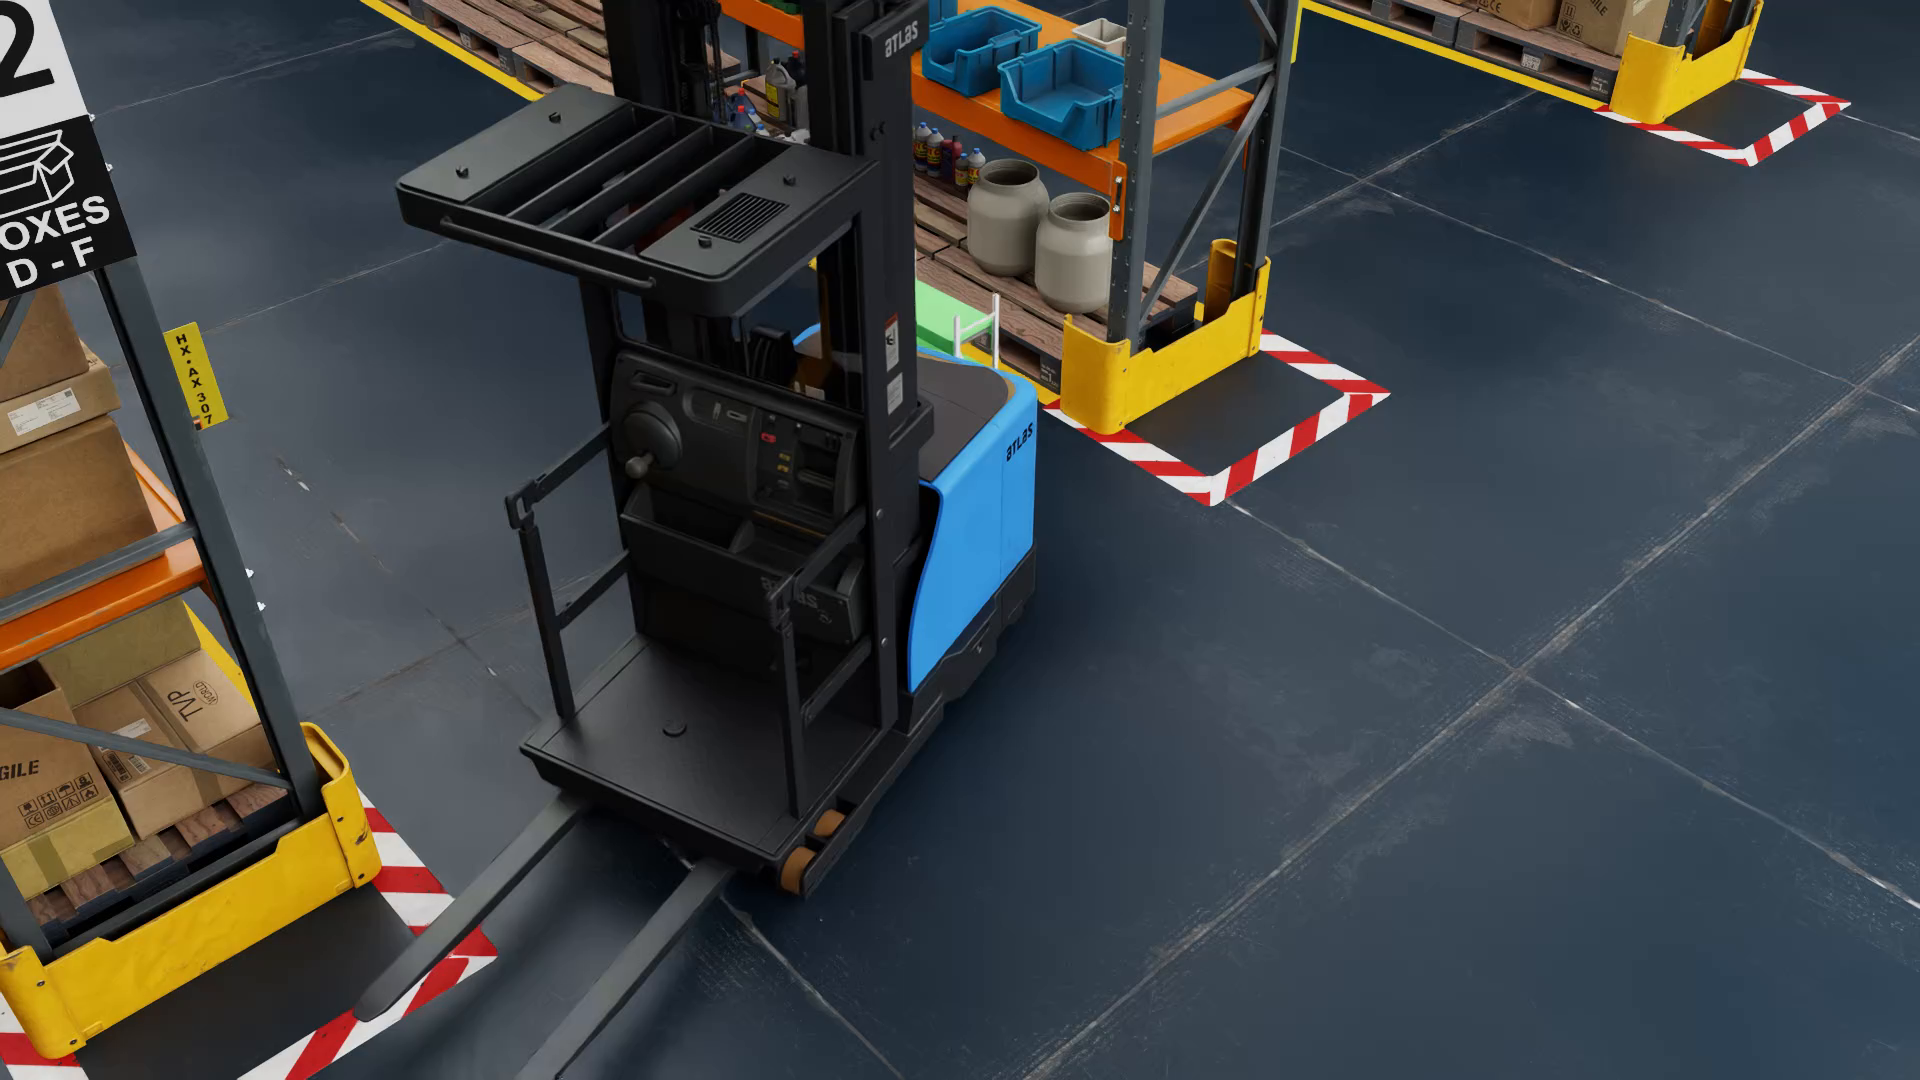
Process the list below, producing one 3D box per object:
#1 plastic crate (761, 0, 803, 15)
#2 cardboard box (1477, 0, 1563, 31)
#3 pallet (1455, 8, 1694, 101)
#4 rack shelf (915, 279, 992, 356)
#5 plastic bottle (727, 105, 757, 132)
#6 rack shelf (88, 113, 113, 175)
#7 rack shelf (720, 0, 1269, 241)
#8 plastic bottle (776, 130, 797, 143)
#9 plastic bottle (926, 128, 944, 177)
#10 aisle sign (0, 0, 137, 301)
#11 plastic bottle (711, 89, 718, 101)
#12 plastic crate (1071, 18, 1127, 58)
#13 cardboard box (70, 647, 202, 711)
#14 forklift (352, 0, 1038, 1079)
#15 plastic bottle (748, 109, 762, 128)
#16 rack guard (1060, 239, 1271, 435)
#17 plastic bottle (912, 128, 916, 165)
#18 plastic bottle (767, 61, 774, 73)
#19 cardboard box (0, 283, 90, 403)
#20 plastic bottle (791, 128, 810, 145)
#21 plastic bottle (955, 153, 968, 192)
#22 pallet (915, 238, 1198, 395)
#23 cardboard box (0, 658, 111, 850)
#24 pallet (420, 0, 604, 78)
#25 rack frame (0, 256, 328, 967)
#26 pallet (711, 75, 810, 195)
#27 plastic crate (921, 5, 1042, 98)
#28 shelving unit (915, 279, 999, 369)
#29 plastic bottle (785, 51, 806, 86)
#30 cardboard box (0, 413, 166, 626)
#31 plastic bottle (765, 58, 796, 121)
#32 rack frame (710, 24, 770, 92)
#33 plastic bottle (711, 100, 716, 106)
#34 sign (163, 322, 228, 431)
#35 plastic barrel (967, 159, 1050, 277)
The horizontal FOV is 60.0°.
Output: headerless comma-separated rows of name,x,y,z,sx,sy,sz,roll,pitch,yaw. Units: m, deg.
plastic crate,-0.907,-2.979,8.720,0.450,0.188,0.662,-30,48,-32
cardboard box,3.897,-3.813,11.239,0.500,0.500,0.500,-18,42,-21
pallet,4.161,-3.405,11.298,1.003,0.211,1.213,-30,48,-32
rack shelf,-0.110,-0.878,6.719,0.480,0.148,0.258,32,49,33
plastic bottle,-1.249,-2.313,9.485,0.185,0.351,0.144,32,49,33
rack shelf,-3.916,-1.668,5.113,1.077,0.370,4.000,-30,48,-32
rack shelf,-0.265,-2.604,8.660,1.077,0.370,4.000,-30,48,-32
plastic bottle,-0.962,-2.117,9.241,0.144,0.351,0.185,-30,48,-32
plastic bottle,-0.140,-2.199,9.406,0.097,0.271,0.097,0,39,0
aisle sign,-2.293,-0.967,3.991,0.394,0.787,0.004,-30,48,-32
plastic bottle,-1.408,-2.498,9.768,0.061,0.283,0.133,-30,48,-32
plastic crate,0.720,-2.407,8.053,0.298,0.136,0.250,-30,48,-32
cardboard box,-3.103,0.478,6.125,0.500,0.250,0.500,-30,48,-32
forklift,-0.842,-0.245,5.220,1.130,2.935,3.031,19,43,22
plastic bottle,-1.190,-2.354,9.599,0.097,0.271,0.097,0,39,0
rack guard,1.002,-1.001,8.092,1.175,0.500,0.348,-30,48,-32
plastic bottle,-0.275,-2.264,9.542,0.097,0.201,0.097,0,39,0
plastic bottle,-1.142,-2.857,10.277,0.097,0.201,0.097,0,39,0
cardboard box,-2.905,-0.645,4.549,0.700,0.500,0.500,-30,48,-32
plastic bottle,-0.870,-2.162,9.357,0.152,0.276,0.135,-30,48,-32
plastic bottle,0.021,-2.061,9.291,0.097,0.201,0.097,0,39,0
pallet,0.456,-1.267,8.651,1.003,0.211,1.213,-30,48,-32
cardboard box,-3.145,0.637,5.331,0.500,0.500,0.500,-30,48,-32
pallet,-3.006,-3.637,11.585,1.003,0.211,1.213,-30,48,-32
rack frame,-2.563,0.144,4.684,1.000,3.000,0.127,-30,48,-32
pallet,-1.194,-2.397,10.049,1.003,0.211,1.213,-30,48,-32
plastic crate,0.094,-2.308,7.839,0.499,0.251,0.408,-30,48,-32
shelving unit,-0.110,-0.554,6.981,0.503,1.200,0.258,32,49,33
plastic bottle,-0.969,-2.775,10.057,0.144,0.351,0.185,-31,48,-33
cardboard box,-2.869,-0.116,4.927,0.700,0.500,0.500,-30,48,-32
plastic bottle,-1.076,-2.714,9.981,0.144,0.351,0.185,-30,48,-32
rack frame,-1.617,-3.810,9.580,1.000,3.000,0.127,-30,48,-32
plastic bottle,-1.486,-2.450,9.714,0.152,0.276,0.135,-28,47,-30
sign,-2.150,-0.456,4.675,0.100,0.325,0.005,-30,48,-32
plastic barrel,0.248,-1.658,8.562,0.421,0.512,0.421,0,39,0
